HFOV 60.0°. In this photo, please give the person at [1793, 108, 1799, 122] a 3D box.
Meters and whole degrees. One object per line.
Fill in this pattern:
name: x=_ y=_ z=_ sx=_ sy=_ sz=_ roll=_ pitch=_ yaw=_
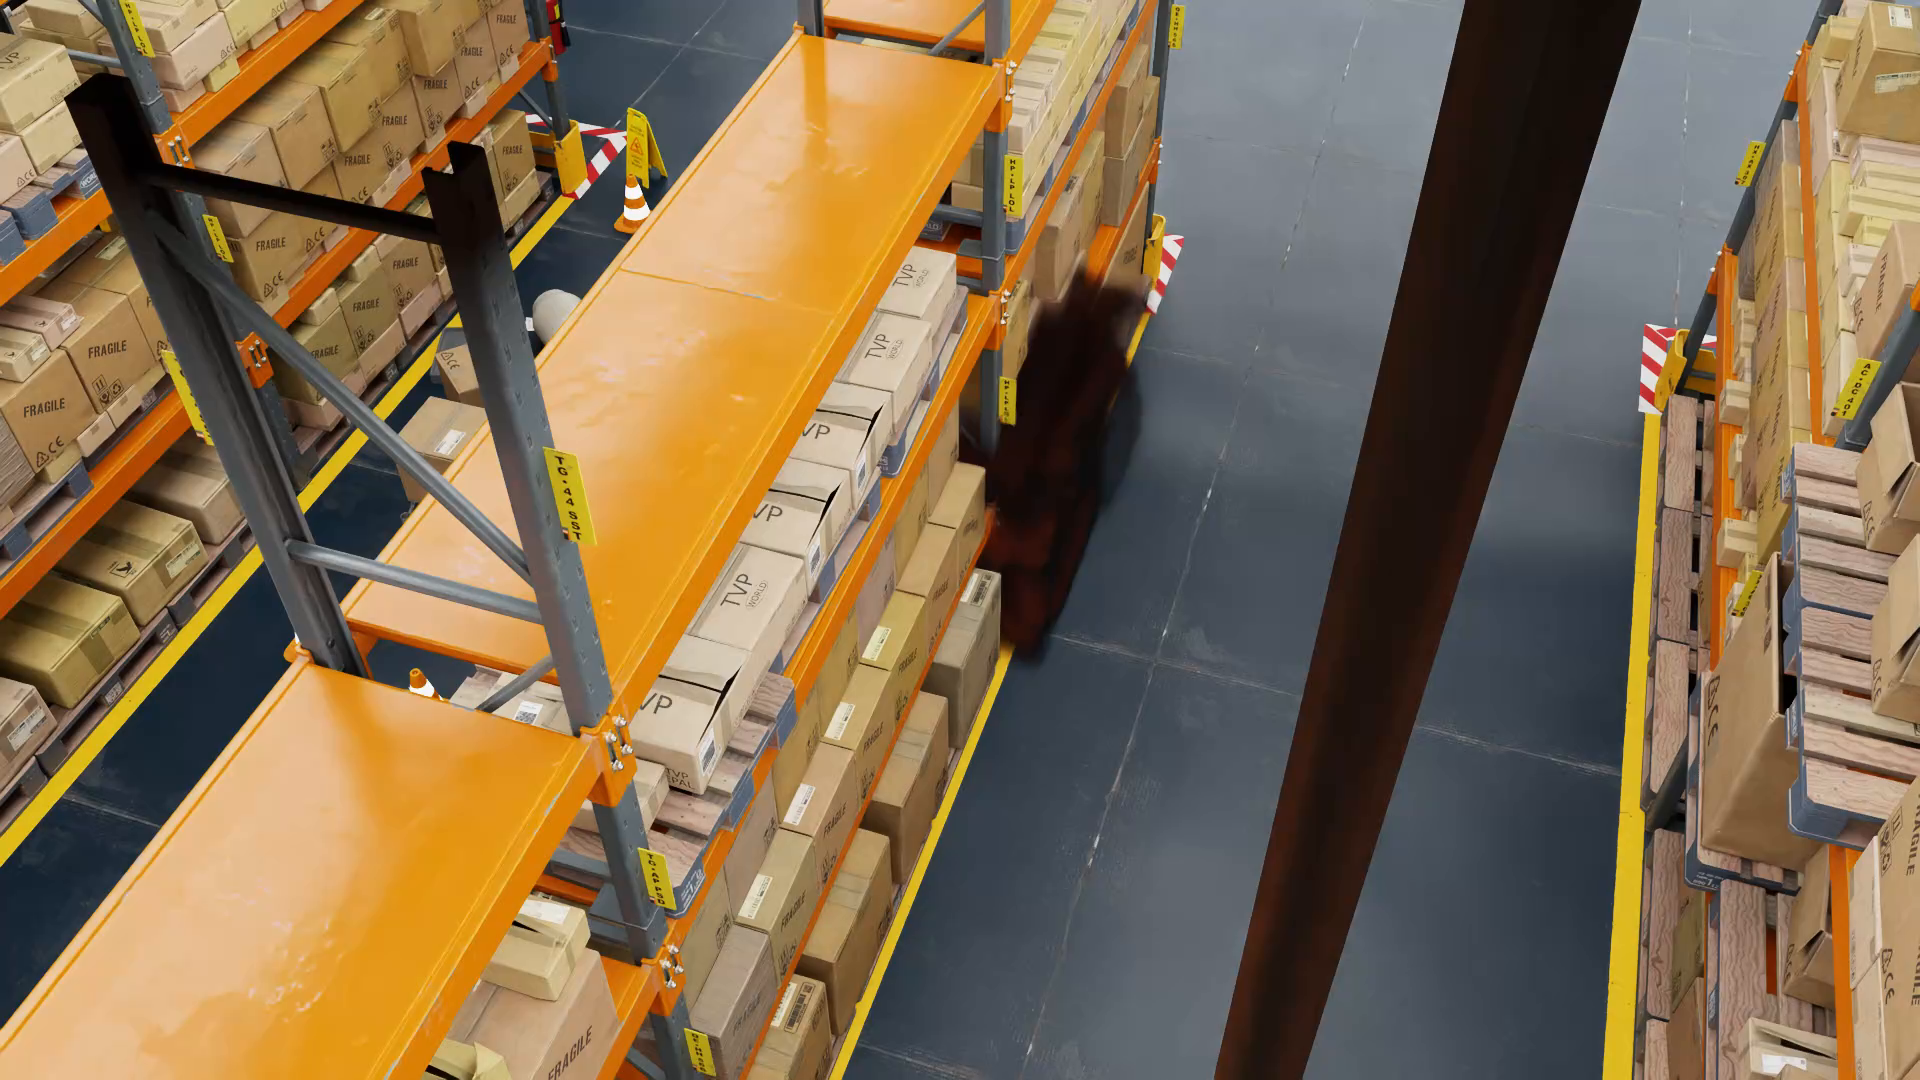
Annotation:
person: x=6.610 y=-3.113 z=13.012 sx=0.363 sy=1.678 sz=0.606 roll=30 pitch=53 yaw=26
